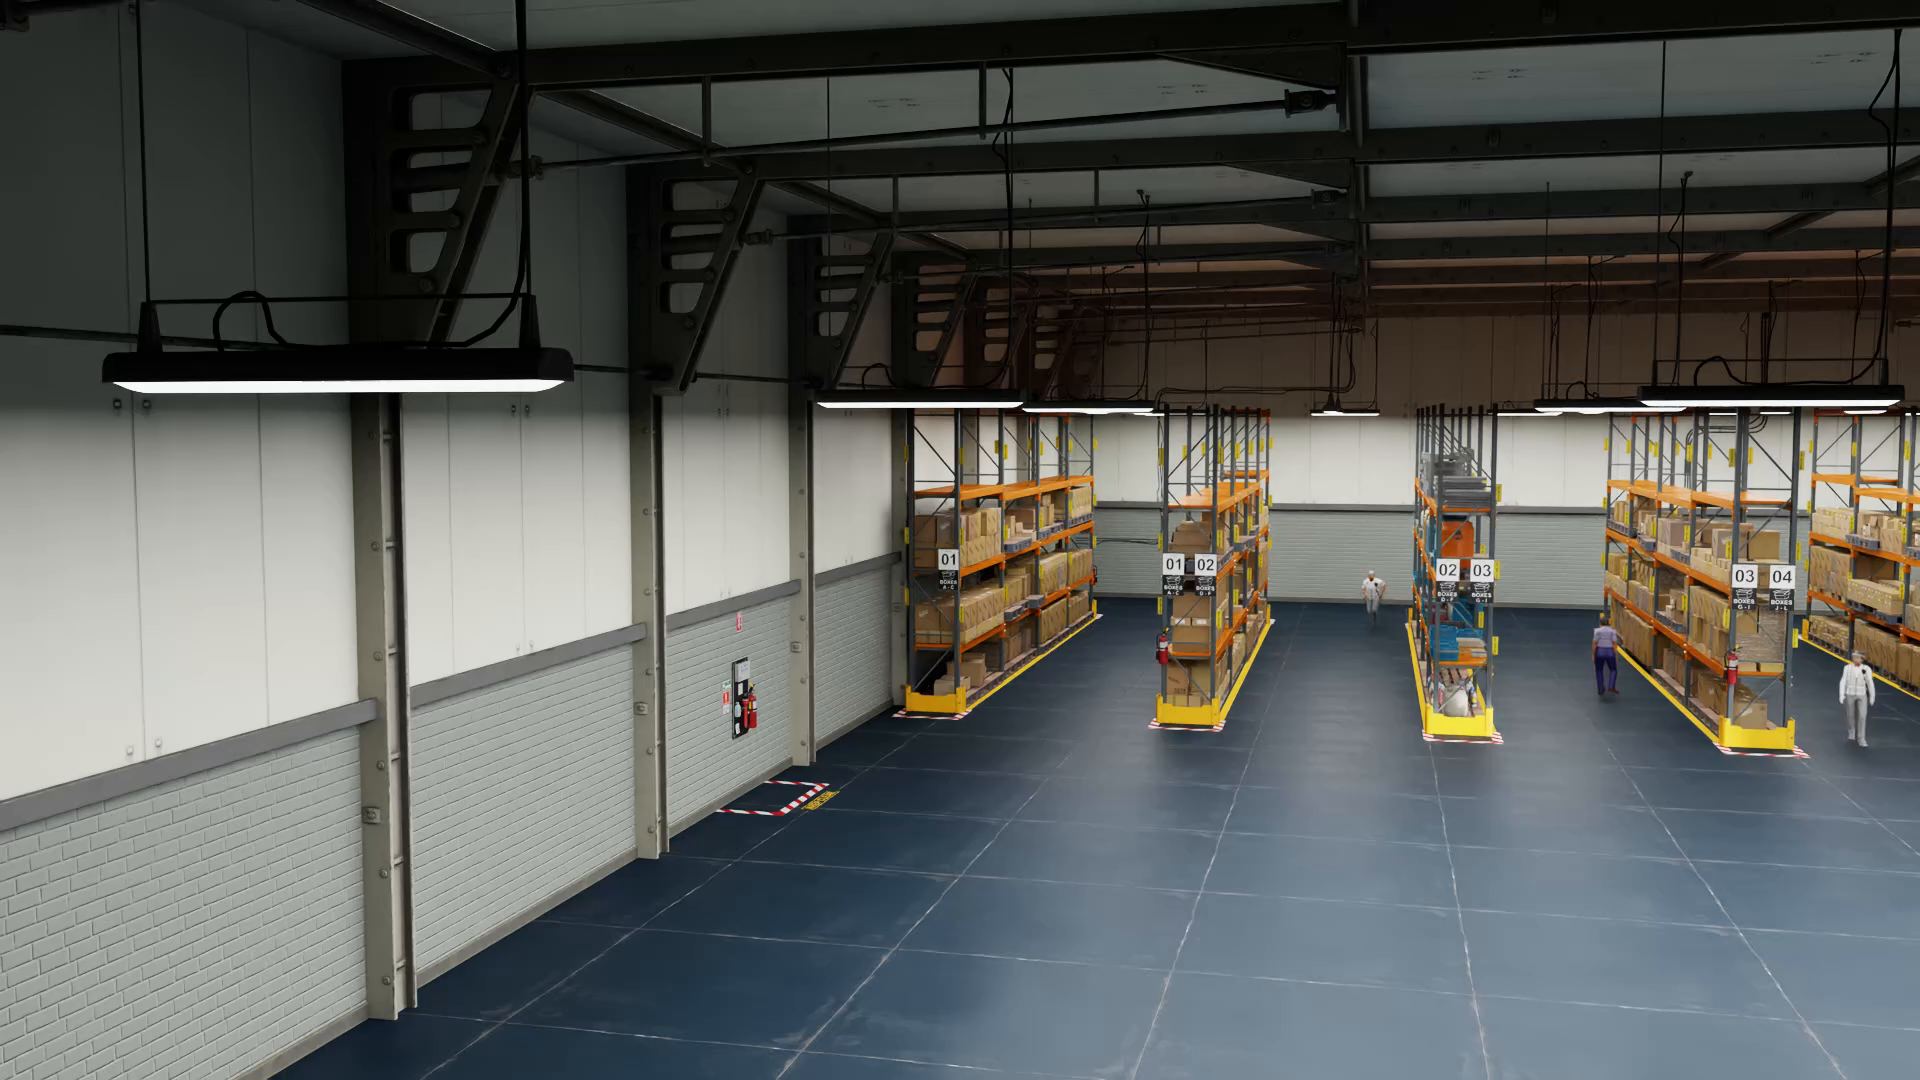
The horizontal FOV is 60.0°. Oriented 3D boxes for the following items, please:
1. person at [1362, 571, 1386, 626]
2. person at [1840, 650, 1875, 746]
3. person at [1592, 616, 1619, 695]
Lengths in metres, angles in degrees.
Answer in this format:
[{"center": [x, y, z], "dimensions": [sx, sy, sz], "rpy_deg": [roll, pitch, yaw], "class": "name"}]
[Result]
[{"center": [11.379, 1.610, 45.702], "dimensions": [0.643, 1.578, 0.745], "rpy_deg": [2, 5, 27], "class": "person"}, {"center": [15.800, 2.747, 29.297], "dimensions": [0.544, 1.639, 0.928], "rpy_deg": [3, 5, 32], "class": "person"}, {"center": [13.370, 2.402, 34.429], "dimensions": [0.537, 1.645, 0.522], "rpy_deg": [1, 4, 13], "class": "person"}]
